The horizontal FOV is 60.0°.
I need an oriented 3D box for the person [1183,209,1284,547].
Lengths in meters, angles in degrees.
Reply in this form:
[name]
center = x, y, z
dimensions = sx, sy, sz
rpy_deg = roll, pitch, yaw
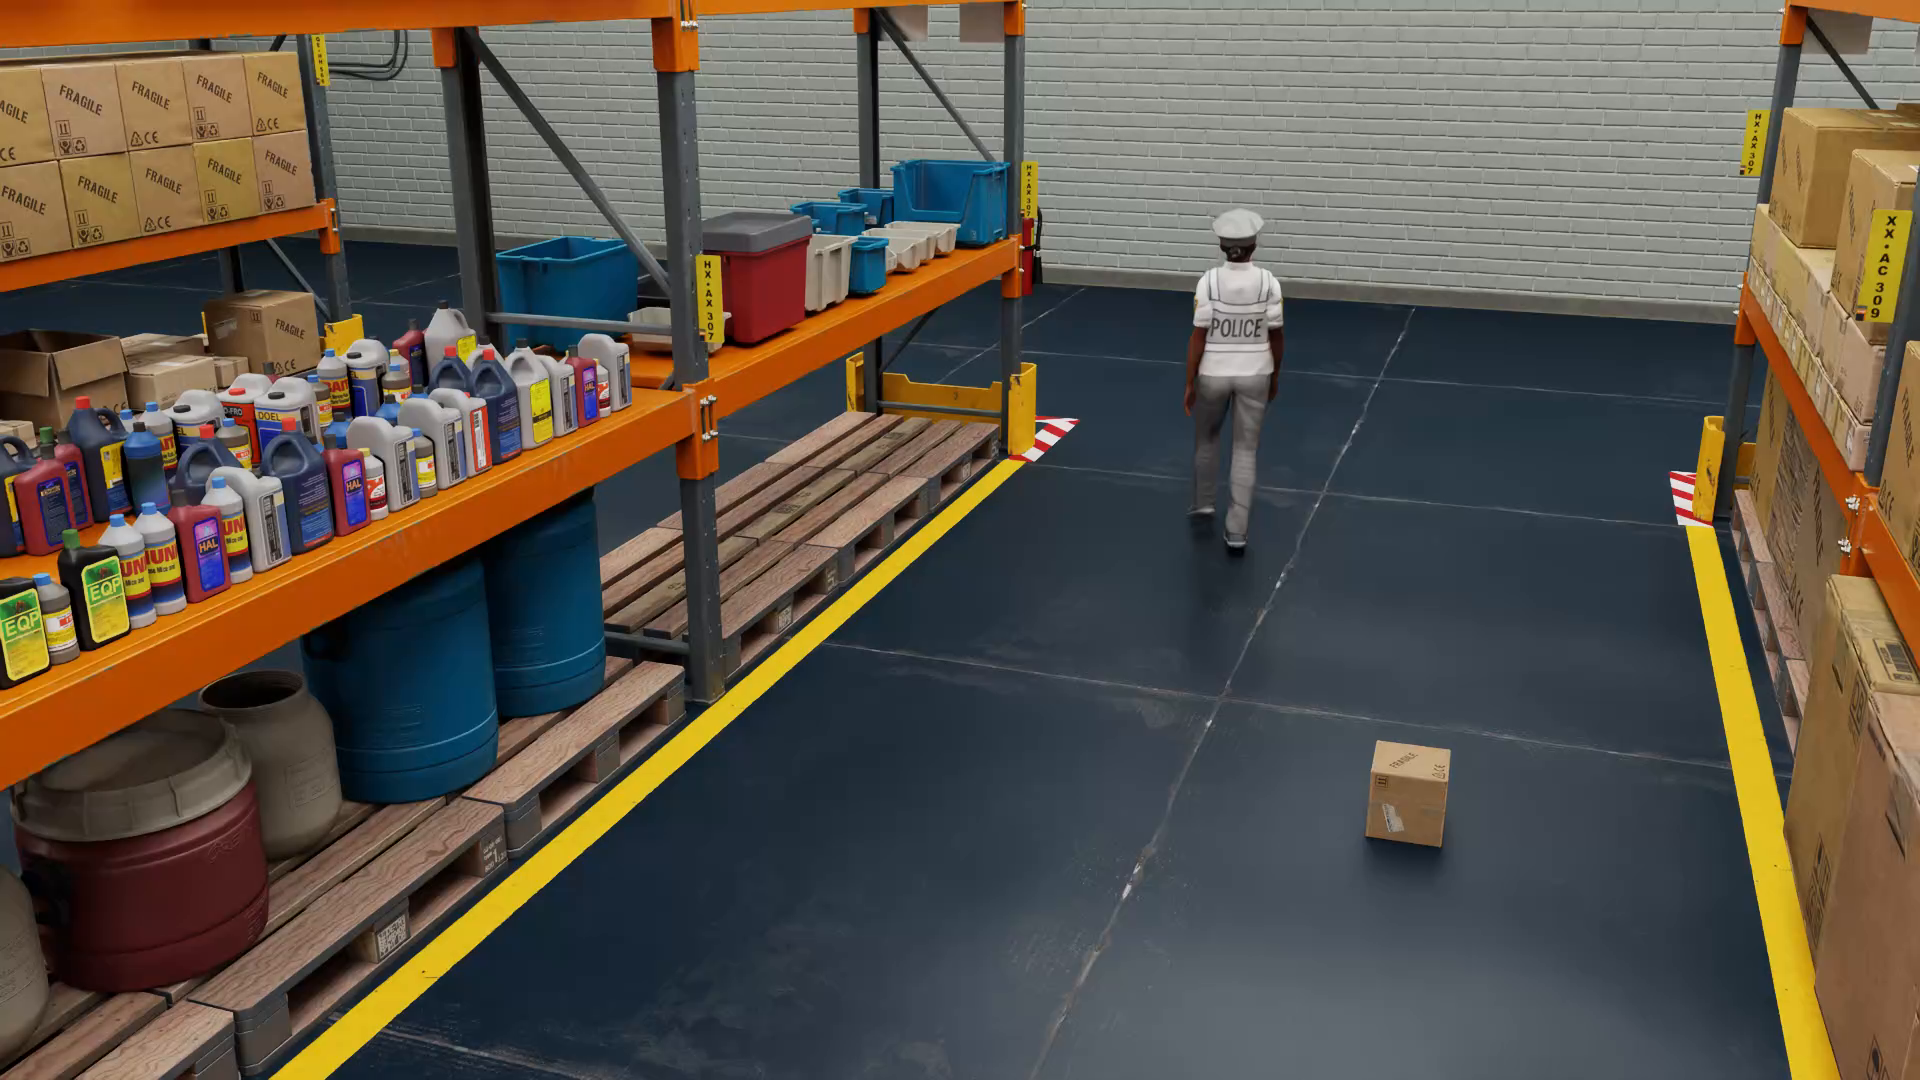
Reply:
[person]
center = 1.389, -0.823, 8.459
dimensions = 0.484, 1.710, 0.788
rpy_deg = 3, 19, 9
